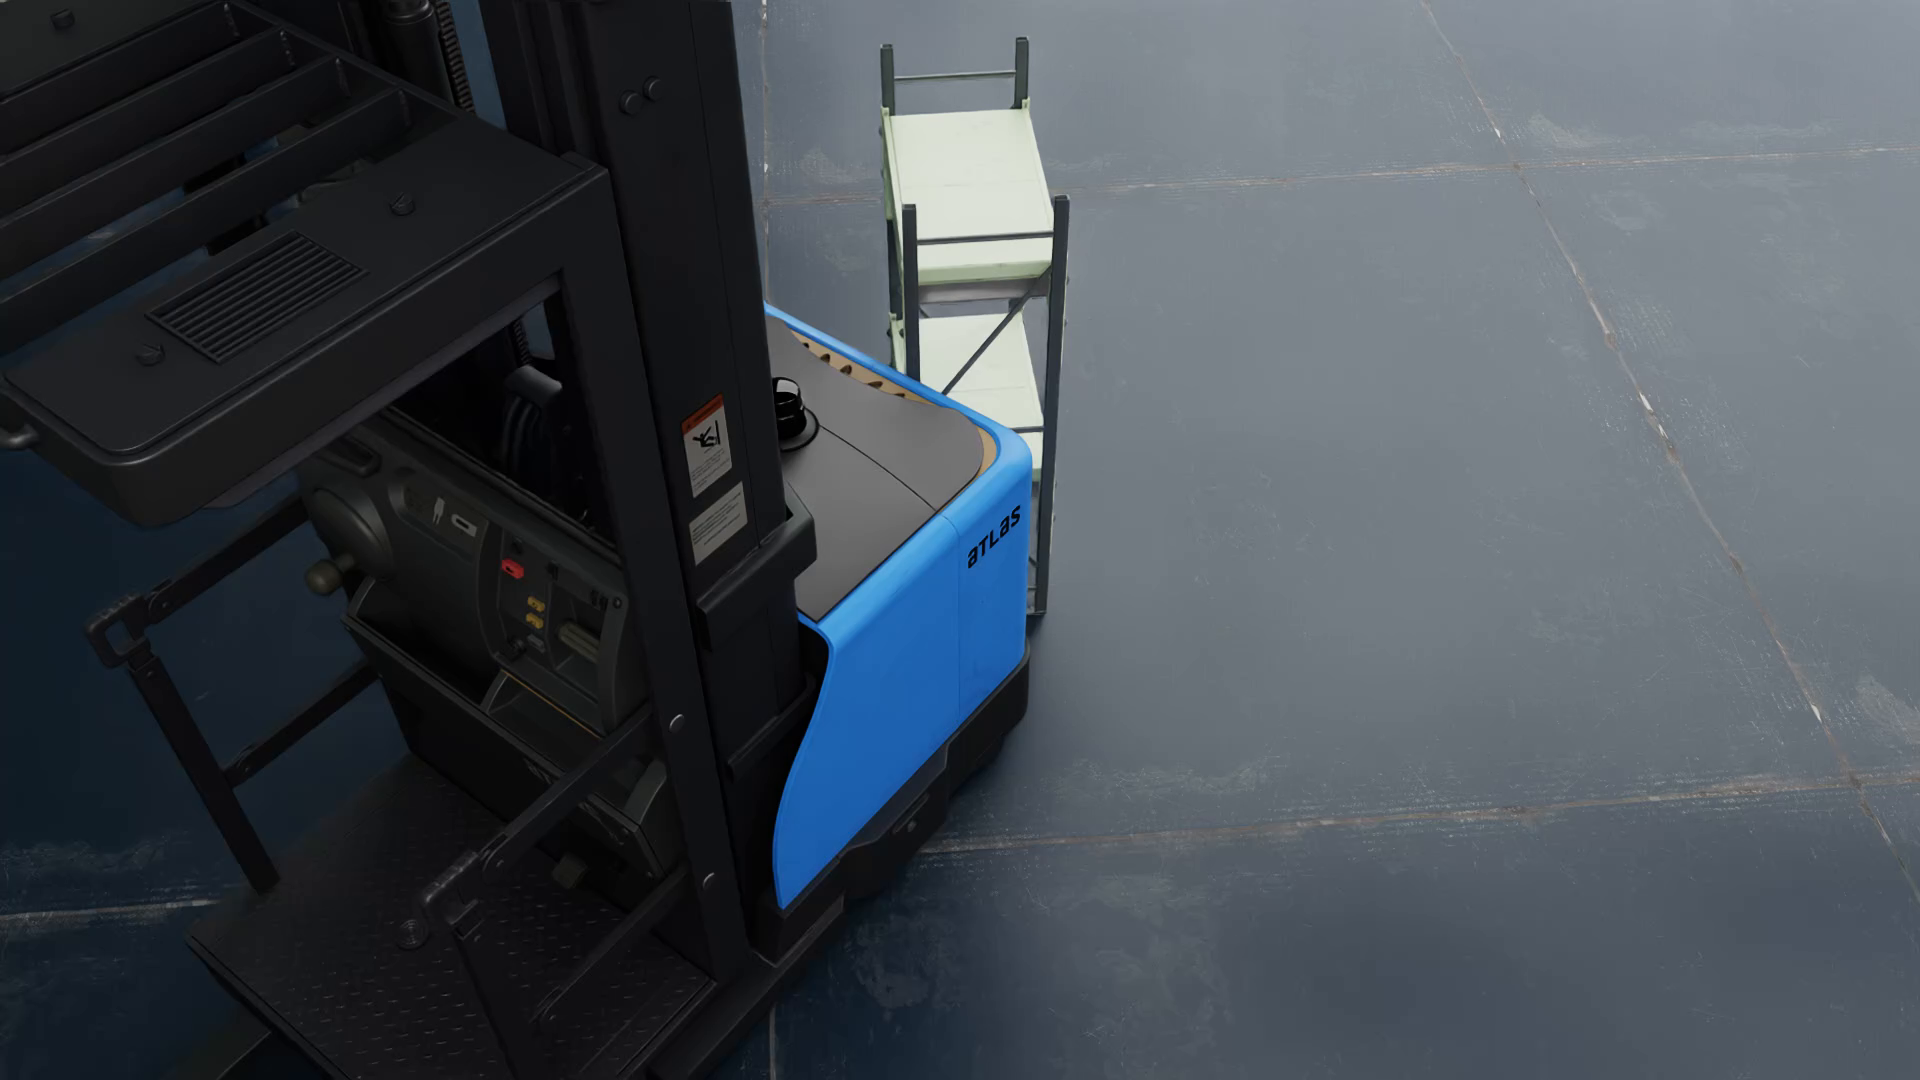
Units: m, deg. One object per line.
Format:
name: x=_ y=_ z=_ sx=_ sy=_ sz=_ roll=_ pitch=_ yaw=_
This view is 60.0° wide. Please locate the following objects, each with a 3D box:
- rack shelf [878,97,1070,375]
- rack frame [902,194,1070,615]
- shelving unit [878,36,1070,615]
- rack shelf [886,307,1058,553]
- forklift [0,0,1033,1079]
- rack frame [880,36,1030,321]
rack shelf: x=0.024 y=-0.819 z=4.455 sx=0.431 sy=0.370 sz=0.720 roll=-4 pitch=47 yaw=-4
rack frame: x=0.062 y=-0.286 z=4.488 sx=0.400 sy=1.500 sz=0.023 roll=-4 pitch=47 yaw=-4
shelving unit: x=0.024 y=-0.550 z=4.738 sx=0.431 sy=1.500 sz=0.755 roll=-4 pitch=47 yaw=-4
rack shelf: x=0.024 y=-0.326 z=4.975 sx=0.431 sy=0.370 sz=0.720 roll=-4 pitch=47 yaw=-4
forklift: x=-1.105 y=0.127 z=3.111 sx=1.130 sy=2.935 sz=3.031 roll=29 pitch=53 yaw=25
rack frame: x=-0.014 y=-0.815 z=4.989 sx=0.400 sy=1.500 sz=0.023 roll=-4 pitch=47 yaw=-4
